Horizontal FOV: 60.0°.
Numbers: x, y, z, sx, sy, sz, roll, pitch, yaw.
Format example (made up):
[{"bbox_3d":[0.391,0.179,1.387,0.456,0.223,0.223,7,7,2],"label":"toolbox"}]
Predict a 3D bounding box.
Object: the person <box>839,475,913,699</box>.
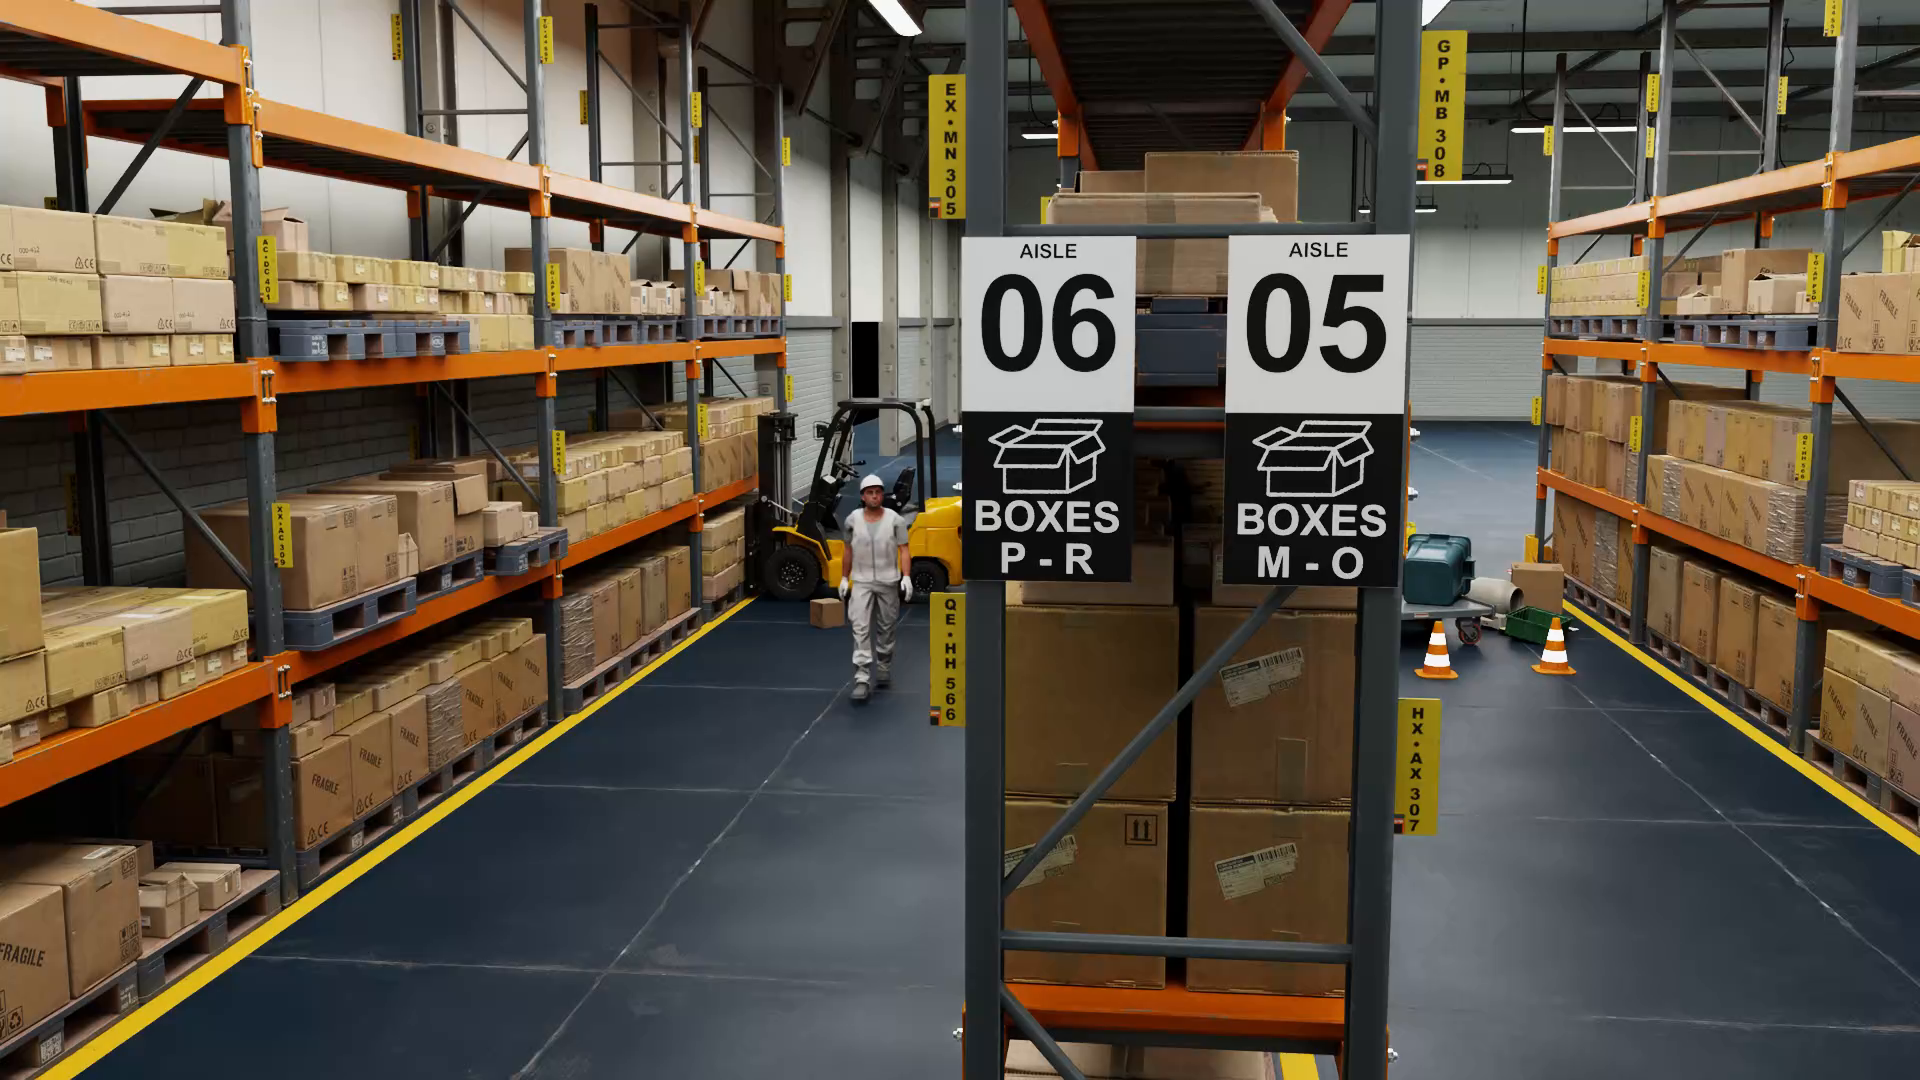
[{"bbox_3d":[-0.681,0.350,13.381,0.607,1.735,0.984,0,7,-2],"label":"person"}]
